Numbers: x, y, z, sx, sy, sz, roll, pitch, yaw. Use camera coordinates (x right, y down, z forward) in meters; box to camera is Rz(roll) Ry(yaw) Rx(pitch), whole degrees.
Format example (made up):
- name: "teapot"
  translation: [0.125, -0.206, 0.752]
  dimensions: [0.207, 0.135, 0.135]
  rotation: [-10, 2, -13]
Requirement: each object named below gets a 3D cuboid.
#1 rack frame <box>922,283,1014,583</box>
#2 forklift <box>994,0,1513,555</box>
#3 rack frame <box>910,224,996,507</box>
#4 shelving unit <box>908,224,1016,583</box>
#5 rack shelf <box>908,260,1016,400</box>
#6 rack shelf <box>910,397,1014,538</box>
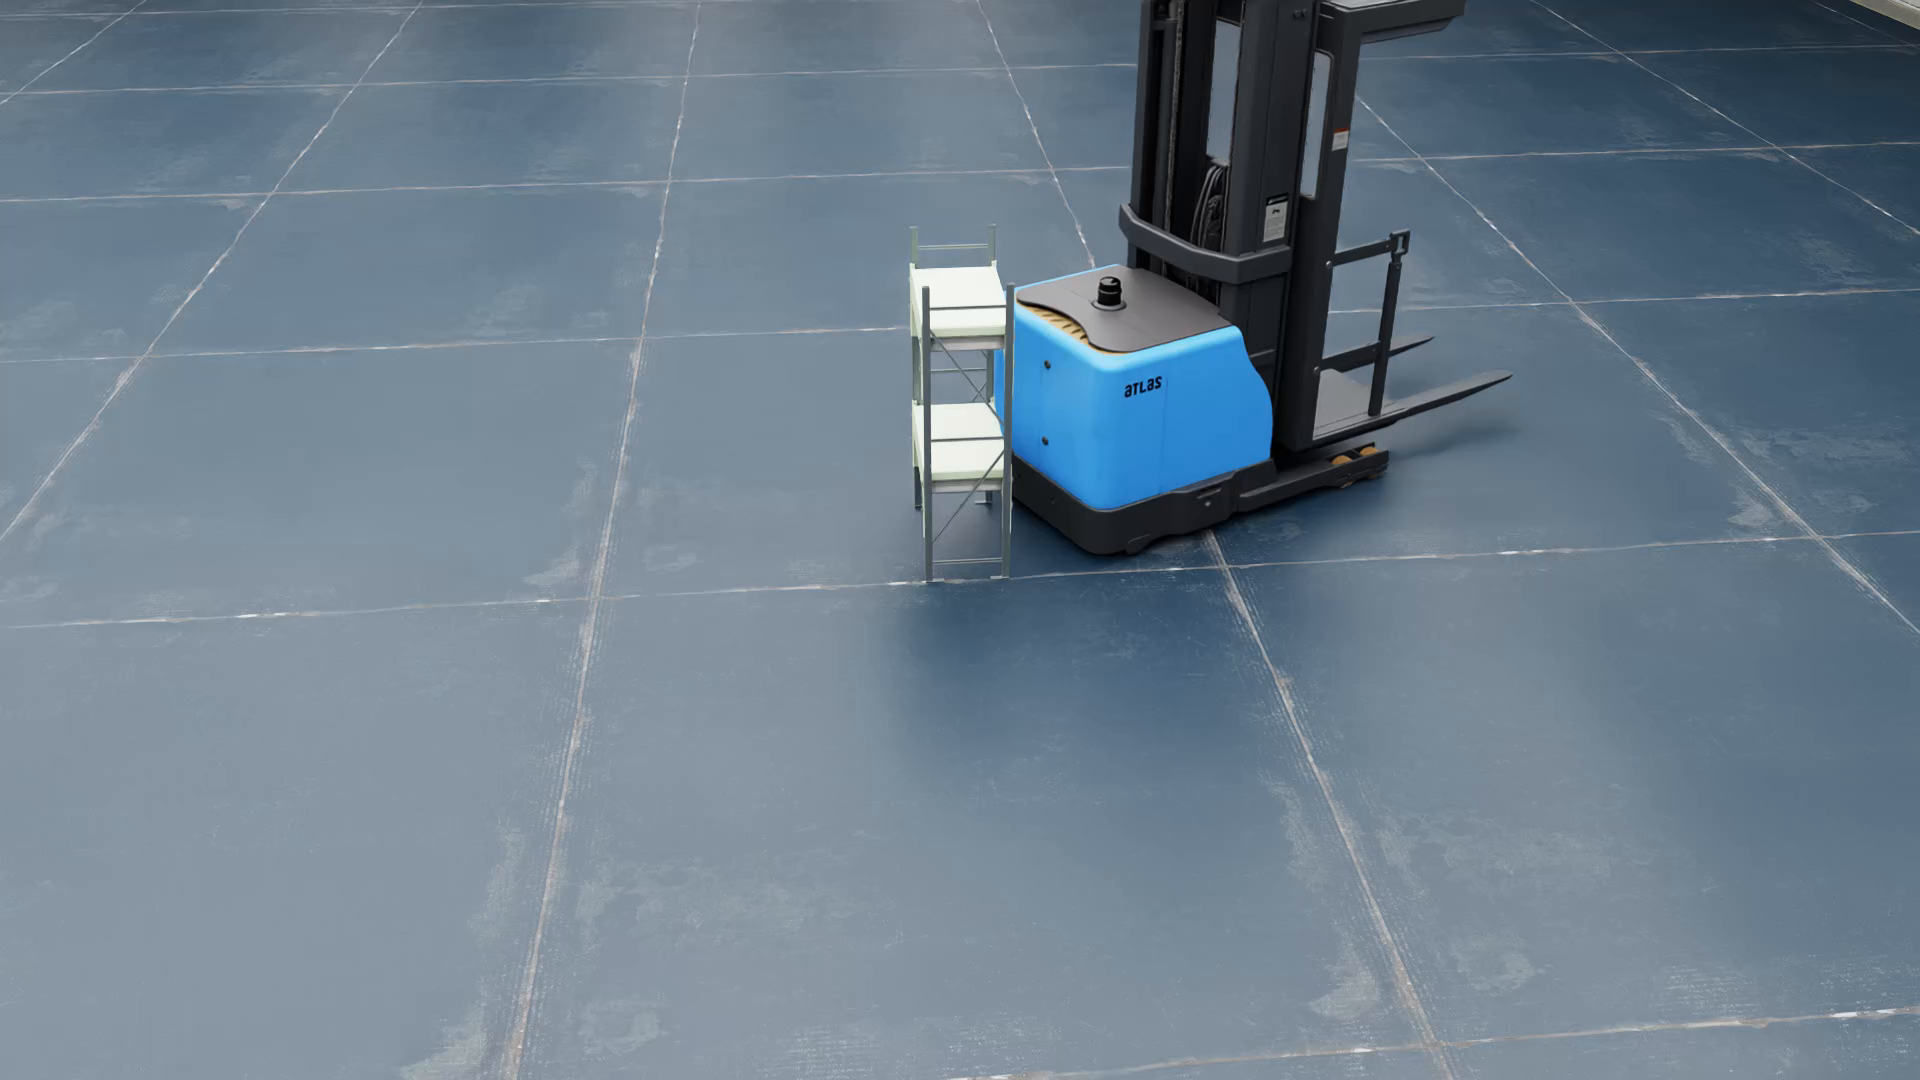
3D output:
- name: "rack frame"
  translation: [0.035, -0.454, 7.547]
  dimensions: [0.400, 1.500, 0.023]
  rotation: [-3, 31, -5]
- name: "forklift"
  translation: [1.665, -1.743, 8.310]
  dimensions: [3.031, 2.935, 1.130]
  rotation: [-18, 35, -27]
- name: "rack frame"
  translation: [-0.034, -0.827, 8.173]
  dimensions: [0.400, 1.500, 0.023]
  rotation: [-3, 31, -5]
- name: "shelving unit"
  translation: [0.001, -0.640, 7.860]
  dimensions: [0.431, 1.500, 0.755]
  rotation: [-3, 31, -5]
- name: "rack shelf"
  translation: [0.001, -0.976, 7.660]
  dimensions: [0.431, 0.370, 0.720]
  rotation: [-3, 31, -5]
- name: "rack shelf"
  translation: [0.001, -0.361, 8.027]
  dimensions: [0.431, 0.370, 0.720]
  rotation: [-3, 31, -5]
